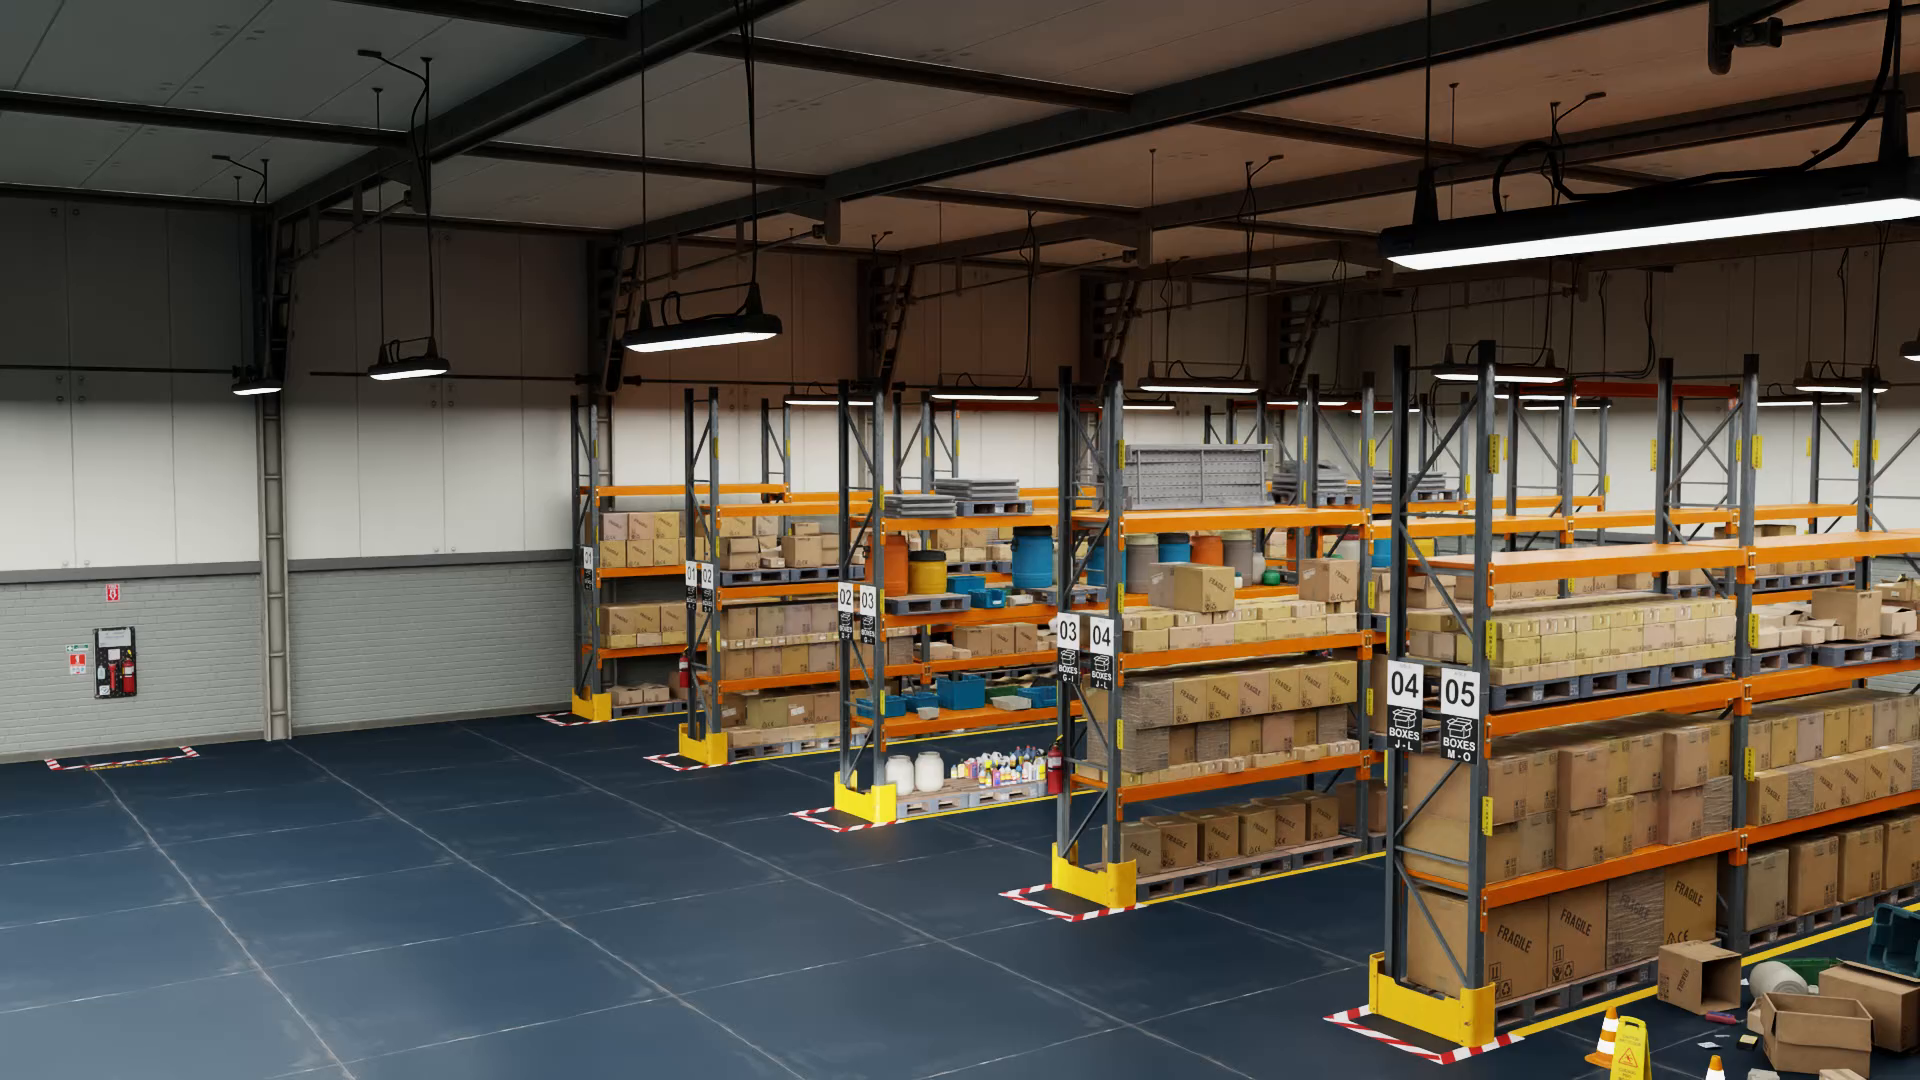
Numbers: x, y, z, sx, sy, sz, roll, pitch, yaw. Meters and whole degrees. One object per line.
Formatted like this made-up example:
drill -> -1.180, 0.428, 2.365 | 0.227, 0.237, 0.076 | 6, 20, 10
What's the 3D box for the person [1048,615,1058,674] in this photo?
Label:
person -> 2.008, 2.213, 34.415 | 0.470, 1.773, 0.571 | -2, 4, -28
